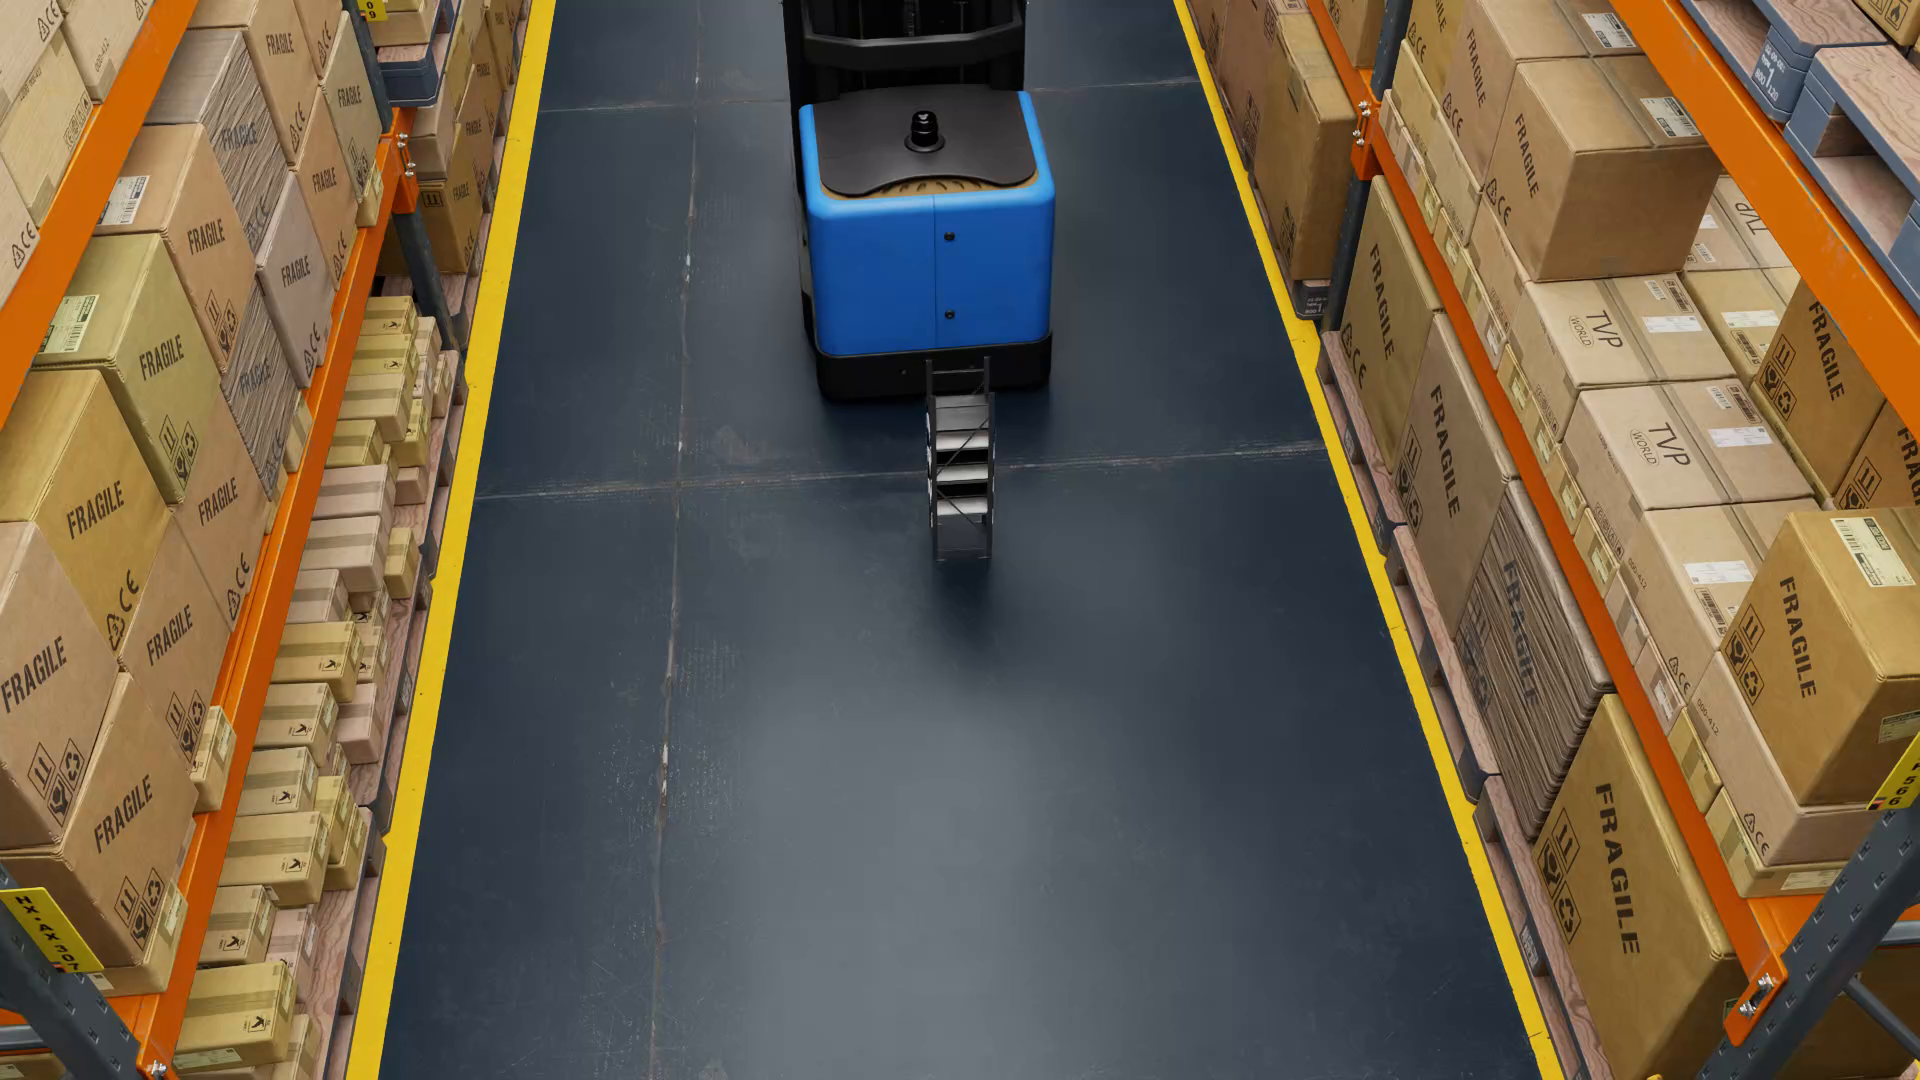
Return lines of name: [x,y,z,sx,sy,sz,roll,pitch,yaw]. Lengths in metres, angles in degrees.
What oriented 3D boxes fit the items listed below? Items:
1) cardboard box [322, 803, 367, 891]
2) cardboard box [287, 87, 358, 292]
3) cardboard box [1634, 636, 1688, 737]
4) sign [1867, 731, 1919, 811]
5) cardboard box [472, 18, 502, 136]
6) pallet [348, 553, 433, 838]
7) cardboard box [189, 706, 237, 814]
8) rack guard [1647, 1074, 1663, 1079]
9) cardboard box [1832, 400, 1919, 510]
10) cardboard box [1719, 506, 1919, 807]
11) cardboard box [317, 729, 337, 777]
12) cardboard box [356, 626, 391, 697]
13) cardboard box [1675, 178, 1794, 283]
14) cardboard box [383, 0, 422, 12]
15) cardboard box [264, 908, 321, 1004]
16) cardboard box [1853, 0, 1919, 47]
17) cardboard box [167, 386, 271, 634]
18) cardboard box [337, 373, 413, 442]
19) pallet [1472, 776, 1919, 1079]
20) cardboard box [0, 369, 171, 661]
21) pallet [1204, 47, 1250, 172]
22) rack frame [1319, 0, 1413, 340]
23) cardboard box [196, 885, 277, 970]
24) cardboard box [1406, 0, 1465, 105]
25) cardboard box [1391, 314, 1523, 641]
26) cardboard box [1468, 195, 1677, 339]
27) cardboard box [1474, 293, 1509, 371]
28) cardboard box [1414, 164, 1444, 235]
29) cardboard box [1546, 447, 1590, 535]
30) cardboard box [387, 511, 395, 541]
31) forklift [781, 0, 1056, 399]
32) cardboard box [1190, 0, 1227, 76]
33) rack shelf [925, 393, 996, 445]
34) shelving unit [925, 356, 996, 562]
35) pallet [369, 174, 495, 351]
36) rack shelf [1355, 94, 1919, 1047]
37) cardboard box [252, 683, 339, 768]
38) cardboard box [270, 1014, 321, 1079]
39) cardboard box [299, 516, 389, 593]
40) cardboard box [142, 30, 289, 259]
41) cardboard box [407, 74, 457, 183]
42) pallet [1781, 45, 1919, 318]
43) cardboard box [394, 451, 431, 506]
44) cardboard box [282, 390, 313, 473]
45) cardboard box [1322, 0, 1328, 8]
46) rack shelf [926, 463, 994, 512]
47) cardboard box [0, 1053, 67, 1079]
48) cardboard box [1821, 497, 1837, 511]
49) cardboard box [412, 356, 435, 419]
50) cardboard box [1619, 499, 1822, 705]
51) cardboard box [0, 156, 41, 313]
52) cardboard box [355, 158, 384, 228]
cardboard box: [-2.198,1.027,5.522,0.380,0.149,0.250,-3,47,-3]
cardboard box: [-2.401,-1.177,5.662,0.500,0.500,0.500,-5,47,-4]
cardboard box: [2.119,0.395,4.620,0.380,0.149,0.250,-3,47,-3]
sign: [1.979,0.460,3.425,0.100,0.325,0.005,-3,47,-3]
cardboard box: [-2.666,-2.346,8.475,0.500,0.500,0.500,-3,47,-3]
pallet: [-2.568,0.578,6.194,1.003,0.211,1.213,-3,47,-3]
cardboard box: [-2.162,0.597,4.428,0.380,0.149,0.250,-5,47,-4]
rack guard: [2.523,1.793,4.844,1.175,0.500,0.348,-3,47,-3]
cardboard box: [2.708,-0.118,4.314,0.500,0.500,0.500,-5,47,-4]
cardboard box: [2.218,0.271,3.946,0.500,0.500,0.500,-3,47,-3]
cardboard box: [-2.324,0.732,5.597,0.380,0.149,0.250,-6,47,-5]
cardboard box: [-2.298,0.464,6.056,0.380,0.149,0.250,-3,47,-3]
cardboard box: [2.573,-0.981,5.648,0.500,0.250,0.500,-3,47,-2]
cardboard box: [-2.340,-2.223,6.604,0.380,0.149,0.250,-3,47,-3]
cardboard box: [-2.185,1.282,5.076,0.380,0.149,0.250,-4,47,-3]
cardboard box: [2.405,-1.487,3.736,0.700,0.500,0.500,-6,47,-6]
cardboard box: [-2.291,-0.074,4.617,0.500,0.500,0.500,-3,47,-3]
cardboard box: [-2.387,-0.514,6.572,0.380,0.149,0.250,-4,47,-4]
pallet: [2.376,1.301,5.509,1.003,0.211,1.213,-3,47,-3]
cardboard box: [-2.252,-0.041,3.897,0.500,0.500,0.500,-2,47,-2]
pallet: [1.941,-2.457,9.068,1.003,0.211,1.213,-3,47,-3]
rack frame: [2.186,-1.978,6.694,1.000,3.000,0.127,-3,47,-3]
cardboard box: [-2.278,1.184,4.964,0.380,0.149,0.250,-3,47,-3]
cardboard box: [1.971,-1.924,6.025,0.500,0.500,0.500,-3,47,-3]
cardboard box: [2.237,-0.258,6.239,0.875,0.875,0.875,-3,47,-3]
cardboard box: [2.050,-0.938,5.607,0.500,0.250,0.500,-2,47,-2]
cardboard box: [1.988,-0.719,5.675,0.380,0.149,0.250,-3,47,-3]
cardboard box: [1.924,-1.276,6.202,0.380,0.149,0.250,-2,47,-2]
cardboard box: [2.054,-0.161,5.146,0.380,0.149,0.250,-3,47,-3]
cardboard box: [-2.383,-0.049,6.336,0.380,0.149,0.250,-2,47,-2]
forklift: [-0.278,-2.711,7.435,1.130,2.935,3.031,-5,47,-5]
cardboard box: [1.955,-3.140,8.968,1.225,0.875,0.875,-3,47,-3]
rack shelf: [0.001,-0.466,6.382,0.258,0.077,0.200,-3,47,-3]
shelving unit: [0.001,-0.304,6.554,0.258,0.900,0.210,-3,47,-3]
pallet: [-2.832,-1.354,8.023,1.003,0.211,1.213,-3,47,-3]
rack shelf: [2.353,-0.283,5.584,1.077,0.370,4.000,-3,47,-3]
cardboard box: [-2.289,0.618,5.499,0.380,0.149,0.250,-2,47,-2]
cardboard box: [-2.155,1.582,4.996,0.380,0.149,0.250,-3,47,-2]
cardboard box: [-2.293,0.063,6.026,0.380,0.149,0.250,-5,47,-5]
cardboard box: [-2.379,-1.161,4.958,0.500,0.500,0.500,-2,47,-2]
cardboard box: [-2.564,-1.843,7.482,0.500,0.250,0.500,-5,47,-5]
pallet: [2.448,-0.621,3.404,1.003,0.211,1.213,-3,47,-3]
cardboard box: [-2.368,-0.270,6.751,0.380,0.149,0.250,-5,47,-5]
cardboard box: [-2.305,-0.344,5.319,0.380,0.149,0.250,-3,47,-3]
cardboard box: [1.840,-2.692,7.301,0.500,0.500,0.500,-2,47,-2]
rack shelf: [0.001,-0.219,6.644,0.258,0.077,0.200,-3,47,-3]
cardboard box: [-2.727,1.408,4.751,0.380,0.149,0.250,-3,47,-3]
cardboard box: [2.700,0.126,4.599,0.500,0.250,0.500,-4,47,-4]
cardboard box: [-2.387,-0.612,6.870,0.380,0.149,0.250,-6,47,-5]
cardboard box: [2.174,0.164,4.564,0.500,0.250,0.500,-4,47,-4]
cardboard box: [-2.253,-0.557,3.385,0.500,0.250,0.500,-2,47,-2]
cardboard box: [-2.378,-1.291,6.216,0.380,0.149,0.250,-5,47,-4]
